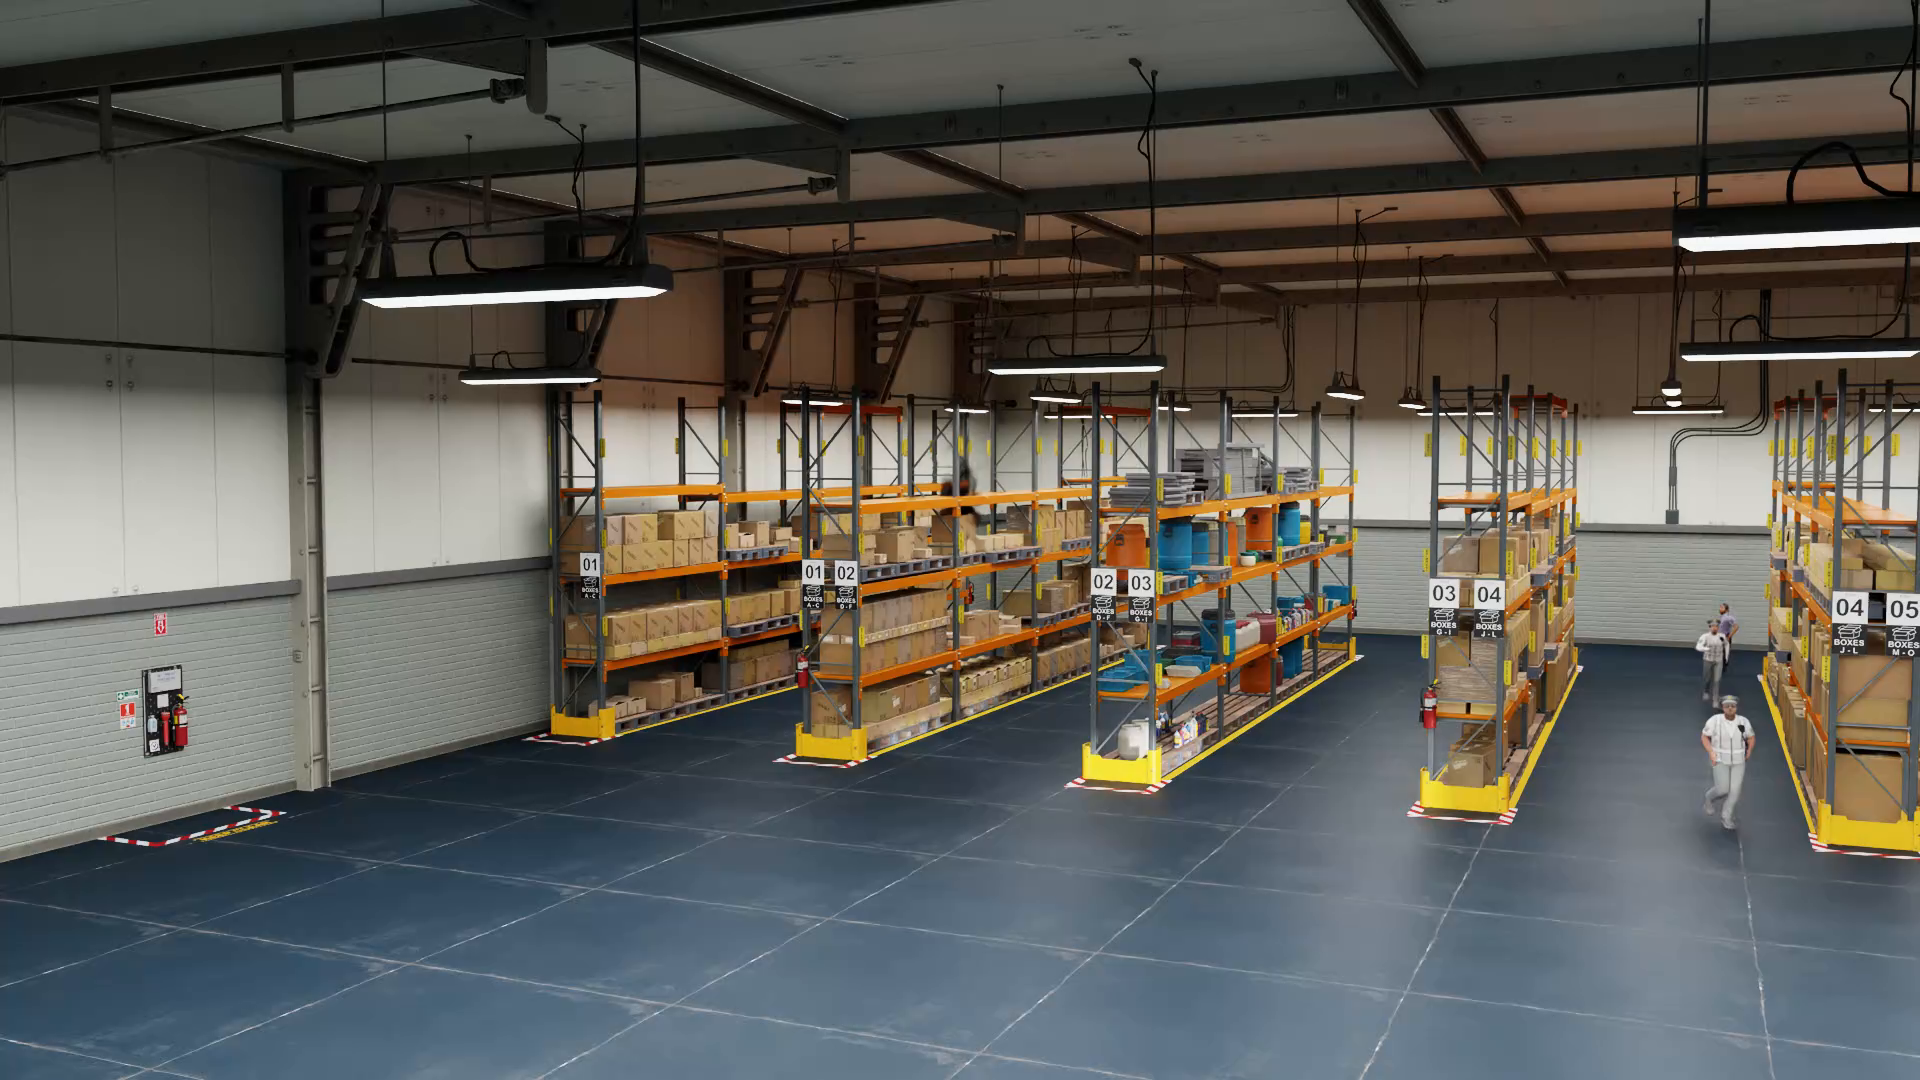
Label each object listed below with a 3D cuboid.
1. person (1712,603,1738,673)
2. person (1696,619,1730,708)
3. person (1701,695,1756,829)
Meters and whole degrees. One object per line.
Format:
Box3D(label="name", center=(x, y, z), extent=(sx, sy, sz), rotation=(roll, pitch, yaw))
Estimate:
Box3D(label="person", center=(16.794, 2.184, 36.708), extent=(0.536, 1.590, 0.666), rotation=(0, 3, -3))
Box3D(label="person", center=(14.573, 2.356, 32.183), extent=(0.631, 1.687, 0.899), rotation=(1, 3, 16))
Box3D(label="person", center=(10.201, 2.918, 22.054), extent=(0.653, 1.758, 0.647), rotation=(1, 3, 11))
